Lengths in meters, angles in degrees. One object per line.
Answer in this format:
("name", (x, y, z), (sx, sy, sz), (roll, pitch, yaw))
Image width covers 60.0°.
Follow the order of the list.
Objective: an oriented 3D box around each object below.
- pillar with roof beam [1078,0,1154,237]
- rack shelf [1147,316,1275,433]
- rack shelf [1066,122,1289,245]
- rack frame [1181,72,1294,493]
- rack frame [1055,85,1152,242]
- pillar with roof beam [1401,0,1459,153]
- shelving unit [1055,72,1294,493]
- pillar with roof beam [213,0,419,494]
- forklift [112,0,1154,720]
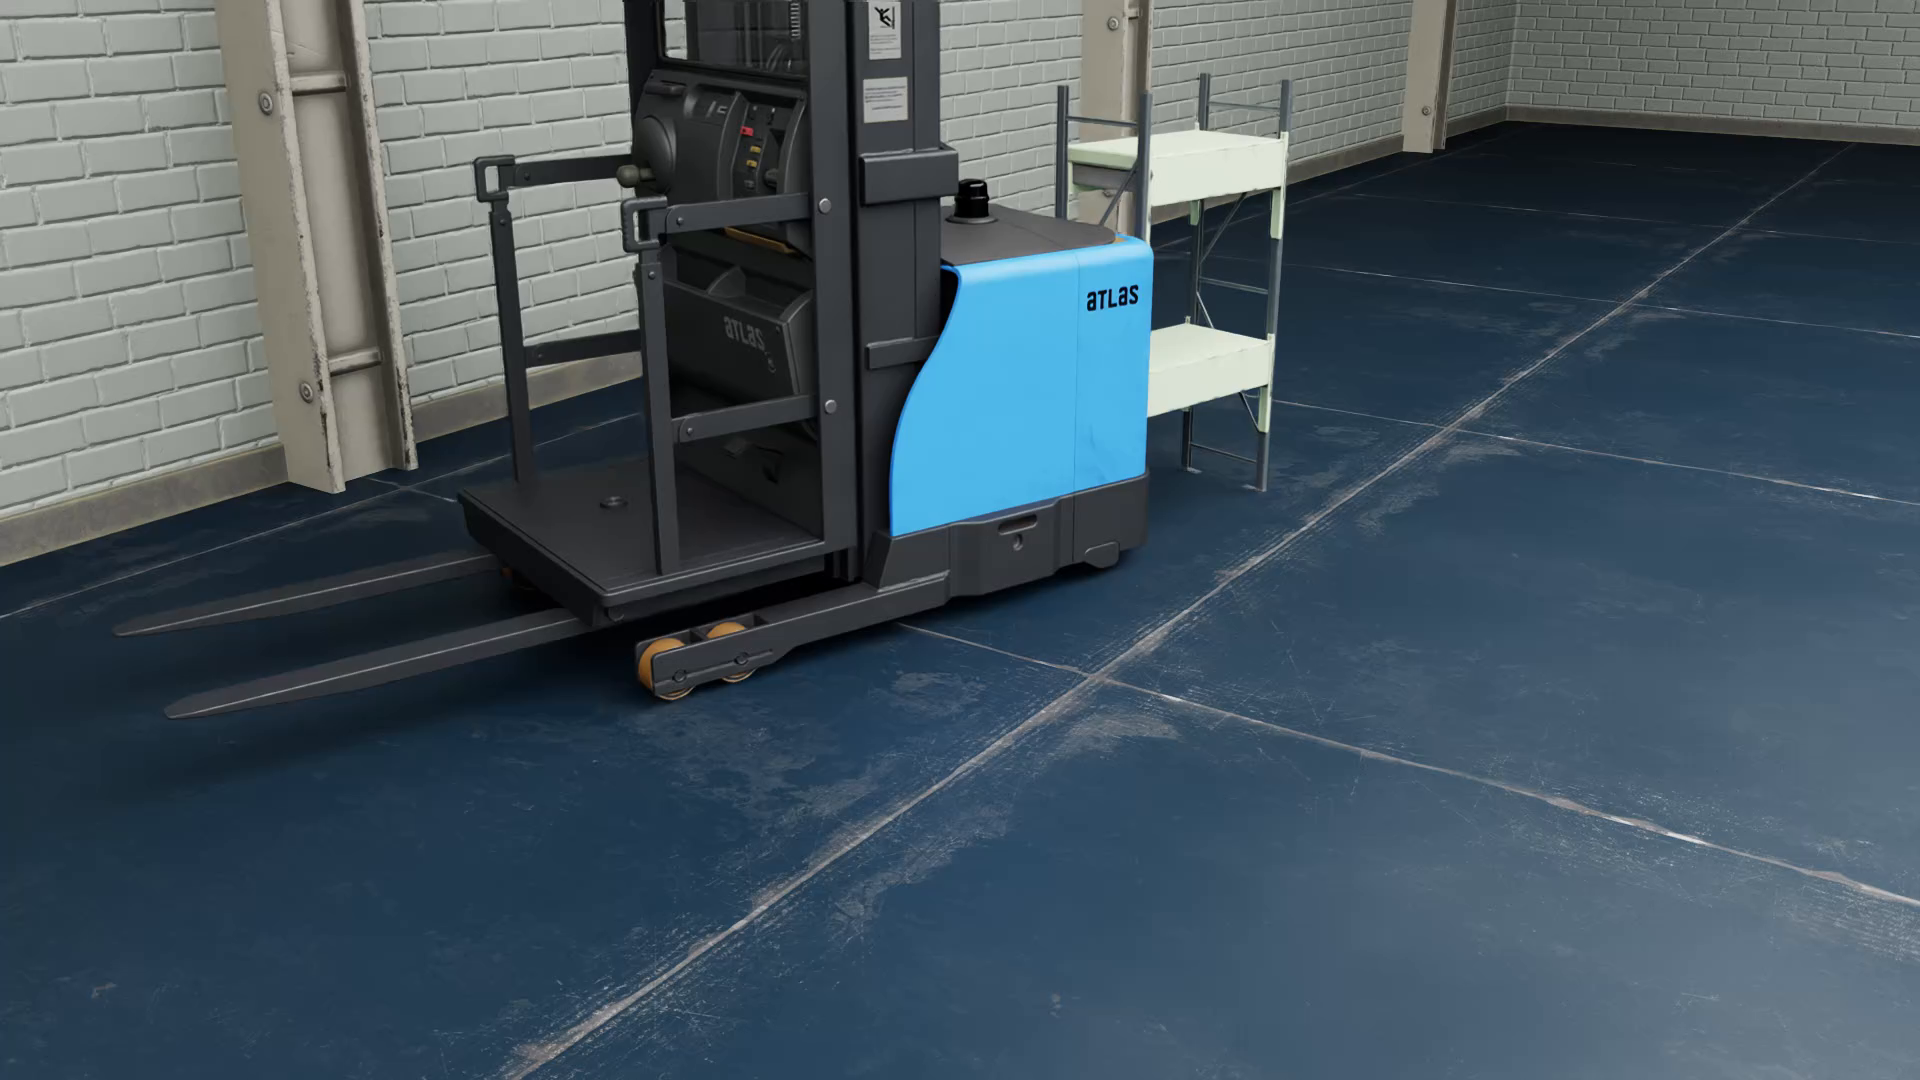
("pillar with roof beam", (4.570, -5.362, 7.290), (9.100, 9.000, 0.400), (13, 24, 32))
("rack shelf", (0.738, -0.542, 6.008), (0.720, 0.370, 0.431), (-18, 27, -39))
("rack shelf", (0.738, -1.214, 5.759), (0.720, 0.370, 0.431), (-18, 27, -39))
("rack frame", (1.008, -0.933, 6.126), (0.023, 1.500, 0.400), (-18, 27, -39))
("rack frame", (0.467, -0.762, 5.663), (0.023, 1.500, 0.400), (-18, 27, -39))
("pillar with roof beam", (7.943, -7.083, 11.944), (9.100, 9.000, 0.400), (13, 24, 32))
("shelving unit", (0.738, -0.848, 5.895), (0.755, 1.500, 0.431), (-18, 27, -39))
("pillar with roof beam", (1.197, -3.640, 2.635), (9.100, 9.000, 0.400), (13, 24, 32))
("forklift", (-0.865, -1.142, 4.628), (3.031, 2.935, 1.130), (-14, 25, -34))
